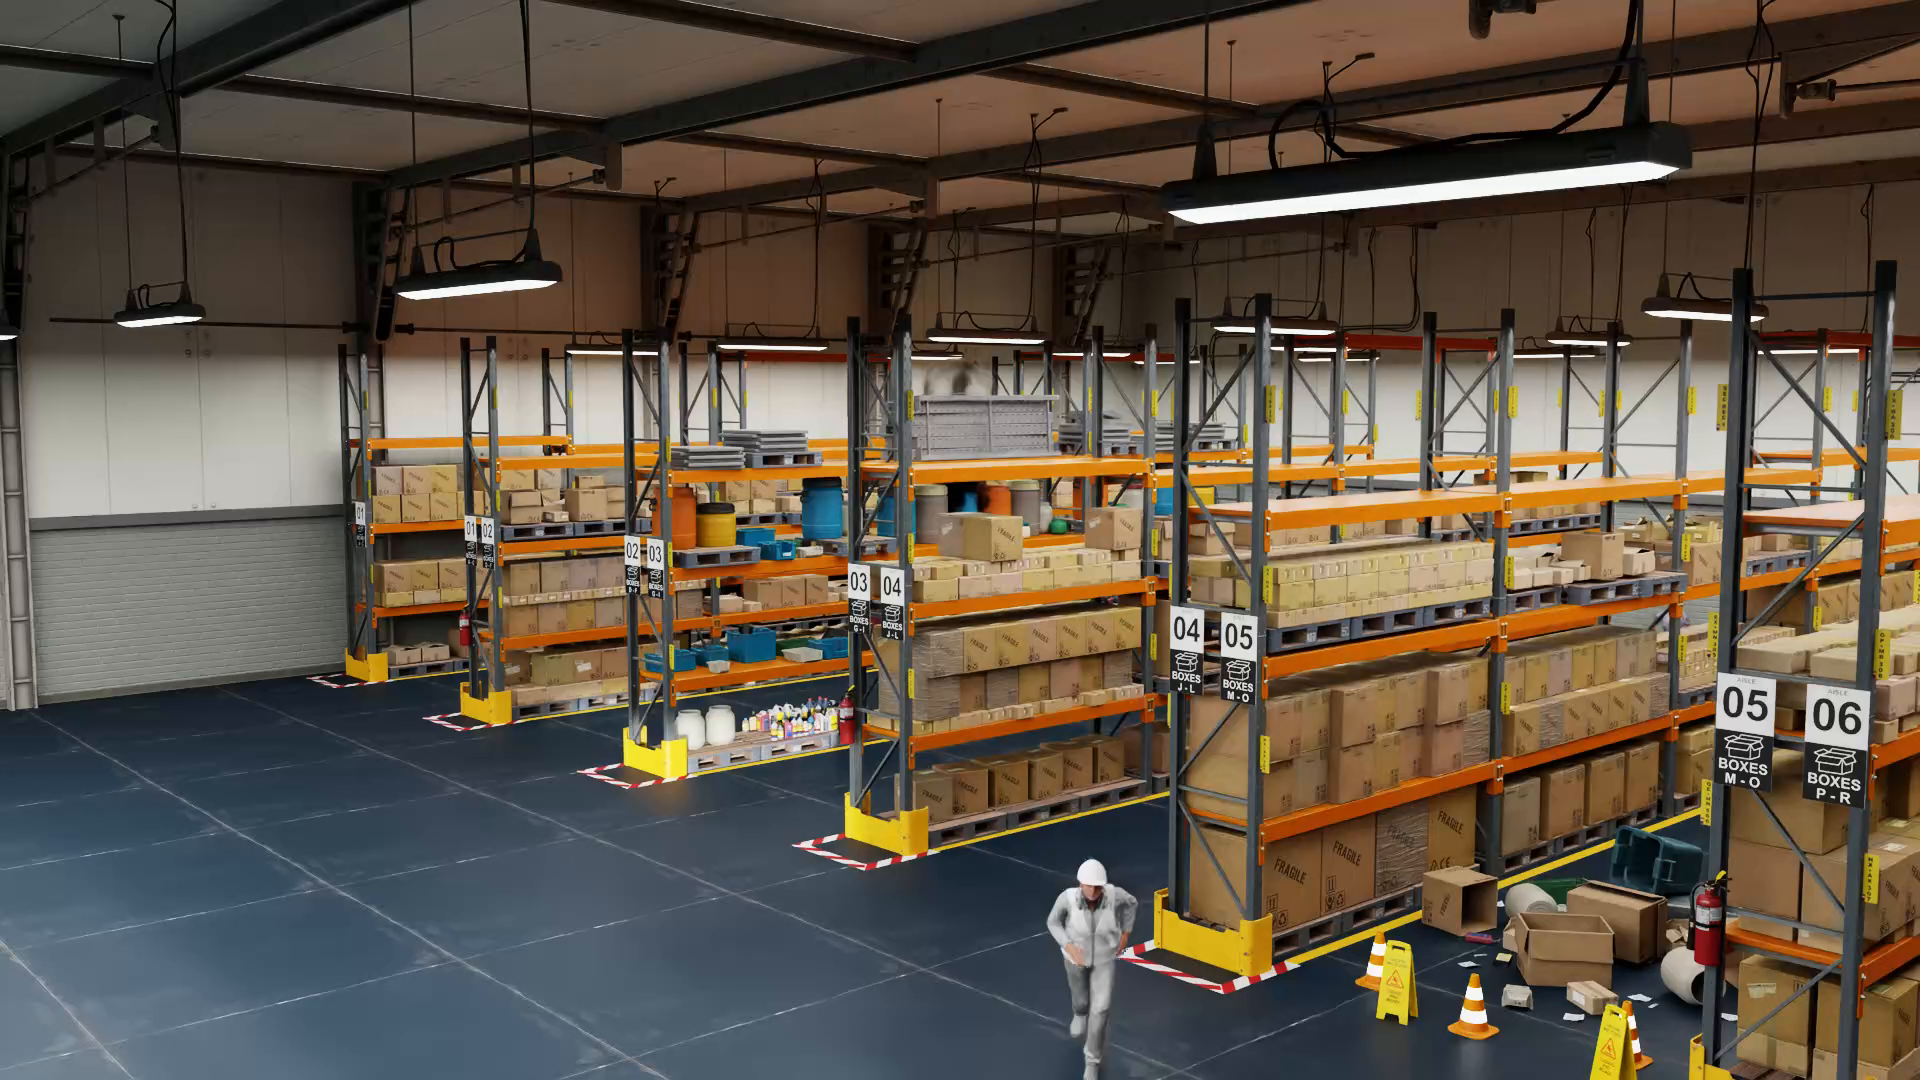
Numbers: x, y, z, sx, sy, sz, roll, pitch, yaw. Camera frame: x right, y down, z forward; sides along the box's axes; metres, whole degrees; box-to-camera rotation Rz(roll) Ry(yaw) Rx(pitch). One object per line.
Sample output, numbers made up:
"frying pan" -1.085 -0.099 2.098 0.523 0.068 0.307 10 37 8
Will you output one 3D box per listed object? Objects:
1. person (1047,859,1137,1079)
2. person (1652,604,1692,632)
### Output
"person" 0.998 3.201 12.732 0.697 1.732 1.045 0 5 -2
"person" 12.175 1.804 28.429 0.667 1.638 0.832 1 5 14
